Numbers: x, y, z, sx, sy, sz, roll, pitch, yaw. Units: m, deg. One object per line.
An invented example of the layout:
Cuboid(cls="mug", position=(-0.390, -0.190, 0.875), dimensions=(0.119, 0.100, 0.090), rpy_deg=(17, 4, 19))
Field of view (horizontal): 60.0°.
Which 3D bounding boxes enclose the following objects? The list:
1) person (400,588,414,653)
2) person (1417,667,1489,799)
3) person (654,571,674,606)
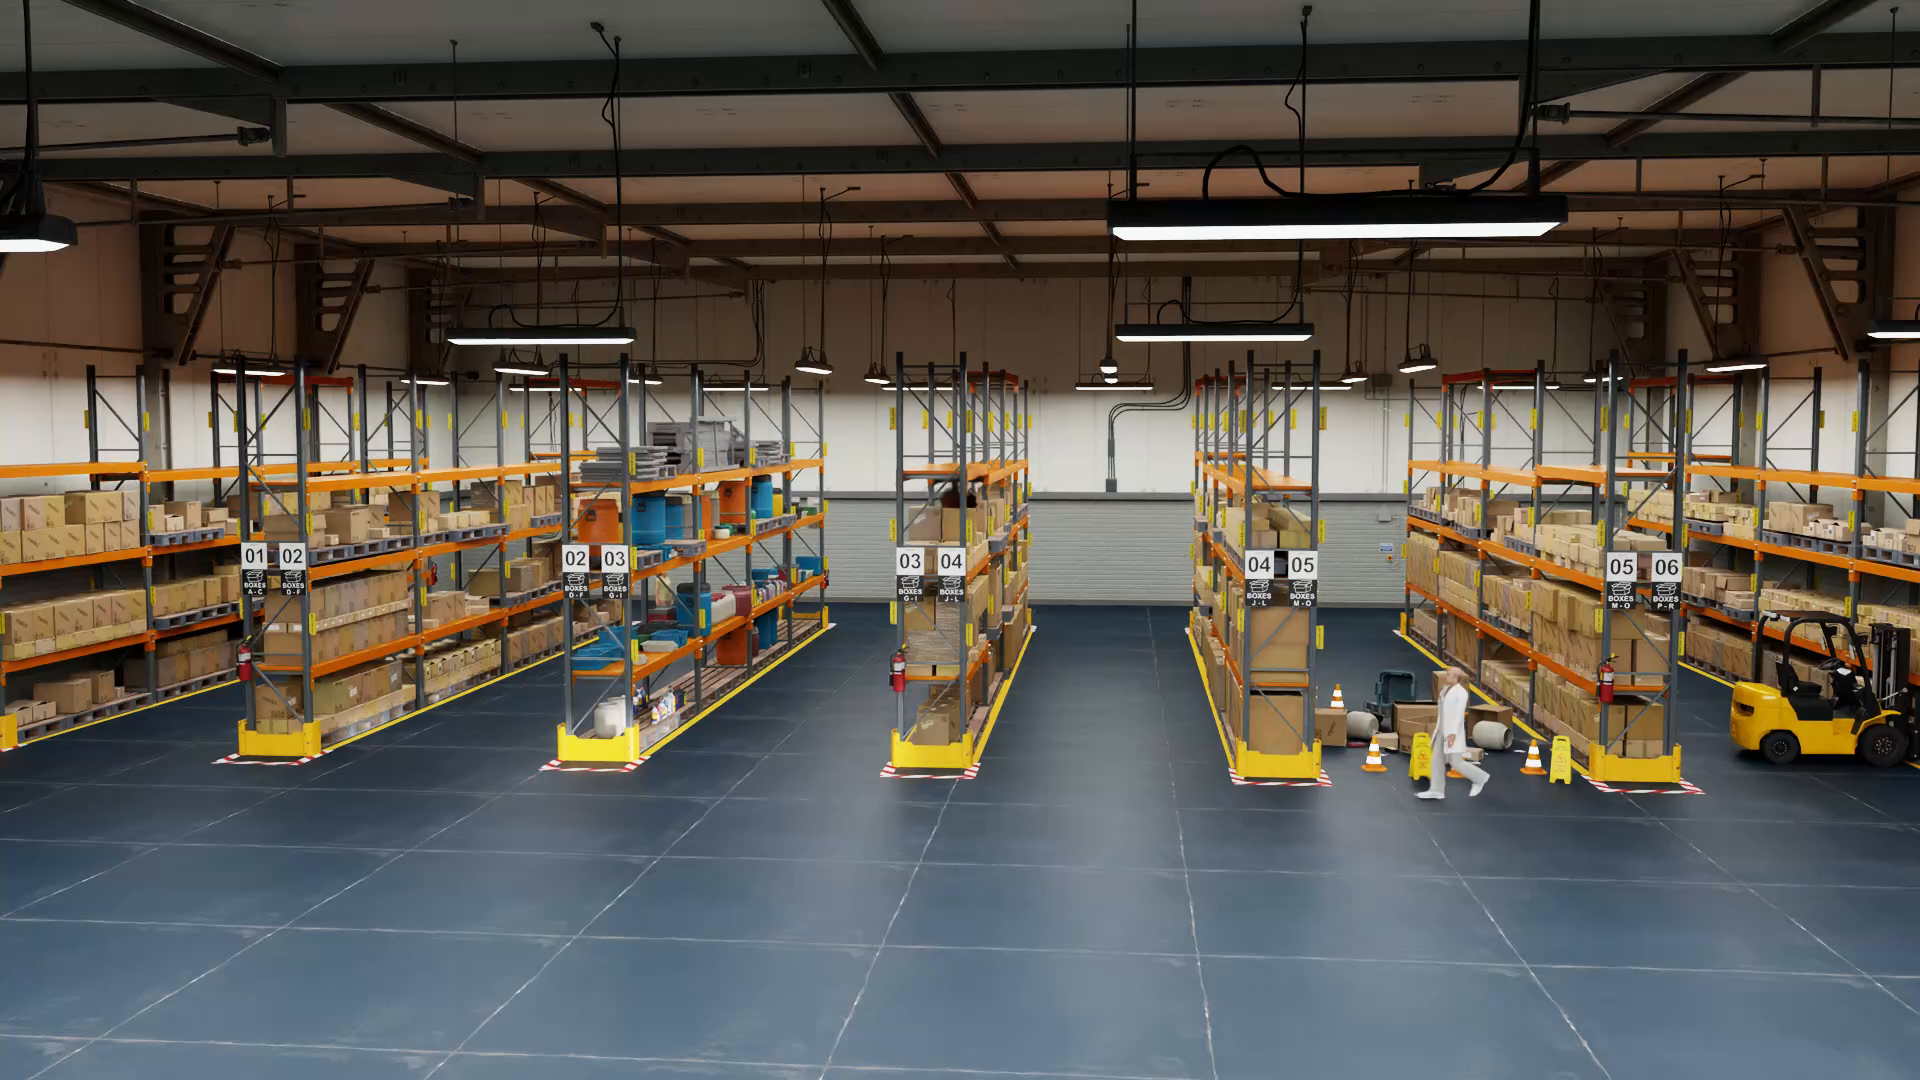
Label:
Cuboid(cls="person", position=(-11.780, 1.715, 35.268), dimensions=(0.388, 1.551, 0.860), rpy_deg=(1, 4, 11))
Cuboid(cls="person", position=(6.532, 2.552, 21.998), dimensions=(0.910, 1.762, 0.559), rpy_deg=(-1, 4, -17))
Cuboid(cls="person", position=(-6.831, 1.427, 38.697), dimensions=(0.451, 1.674, 0.503), rpy_deg=(2, 4, 21))
